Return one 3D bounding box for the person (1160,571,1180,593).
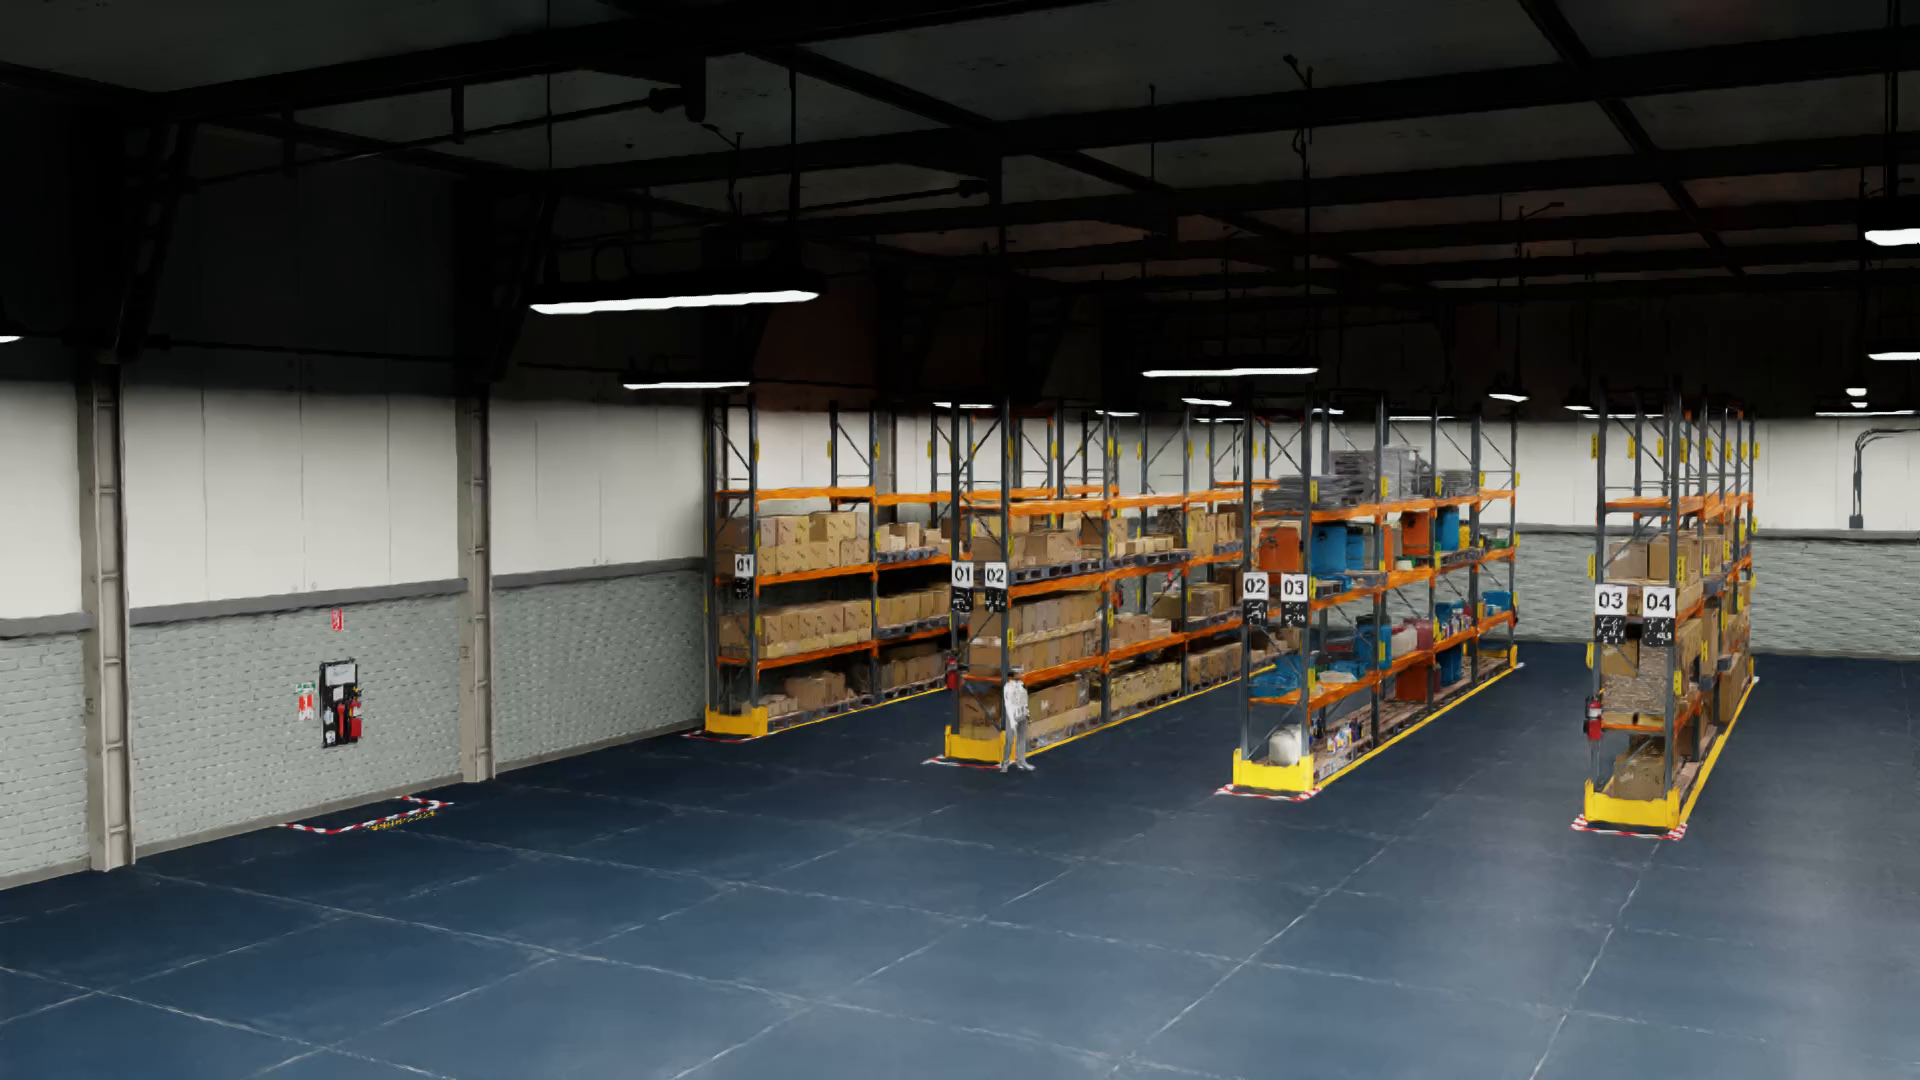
[{"bbox_3d":[5.676,1.699,44.959,0.528,1.728,1.032,1,3,20],"label":"person"}]

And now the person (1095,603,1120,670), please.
[{"bbox_3d":[3.215,2.184,36.132,0.563,1.707,1.127,2,3,26],"label":"person"}]

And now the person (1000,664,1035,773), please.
[{"bbox_3d":[0.874,2.754,25.823,0.368,1.680,0.629,3,4,40],"label":"person"}]
